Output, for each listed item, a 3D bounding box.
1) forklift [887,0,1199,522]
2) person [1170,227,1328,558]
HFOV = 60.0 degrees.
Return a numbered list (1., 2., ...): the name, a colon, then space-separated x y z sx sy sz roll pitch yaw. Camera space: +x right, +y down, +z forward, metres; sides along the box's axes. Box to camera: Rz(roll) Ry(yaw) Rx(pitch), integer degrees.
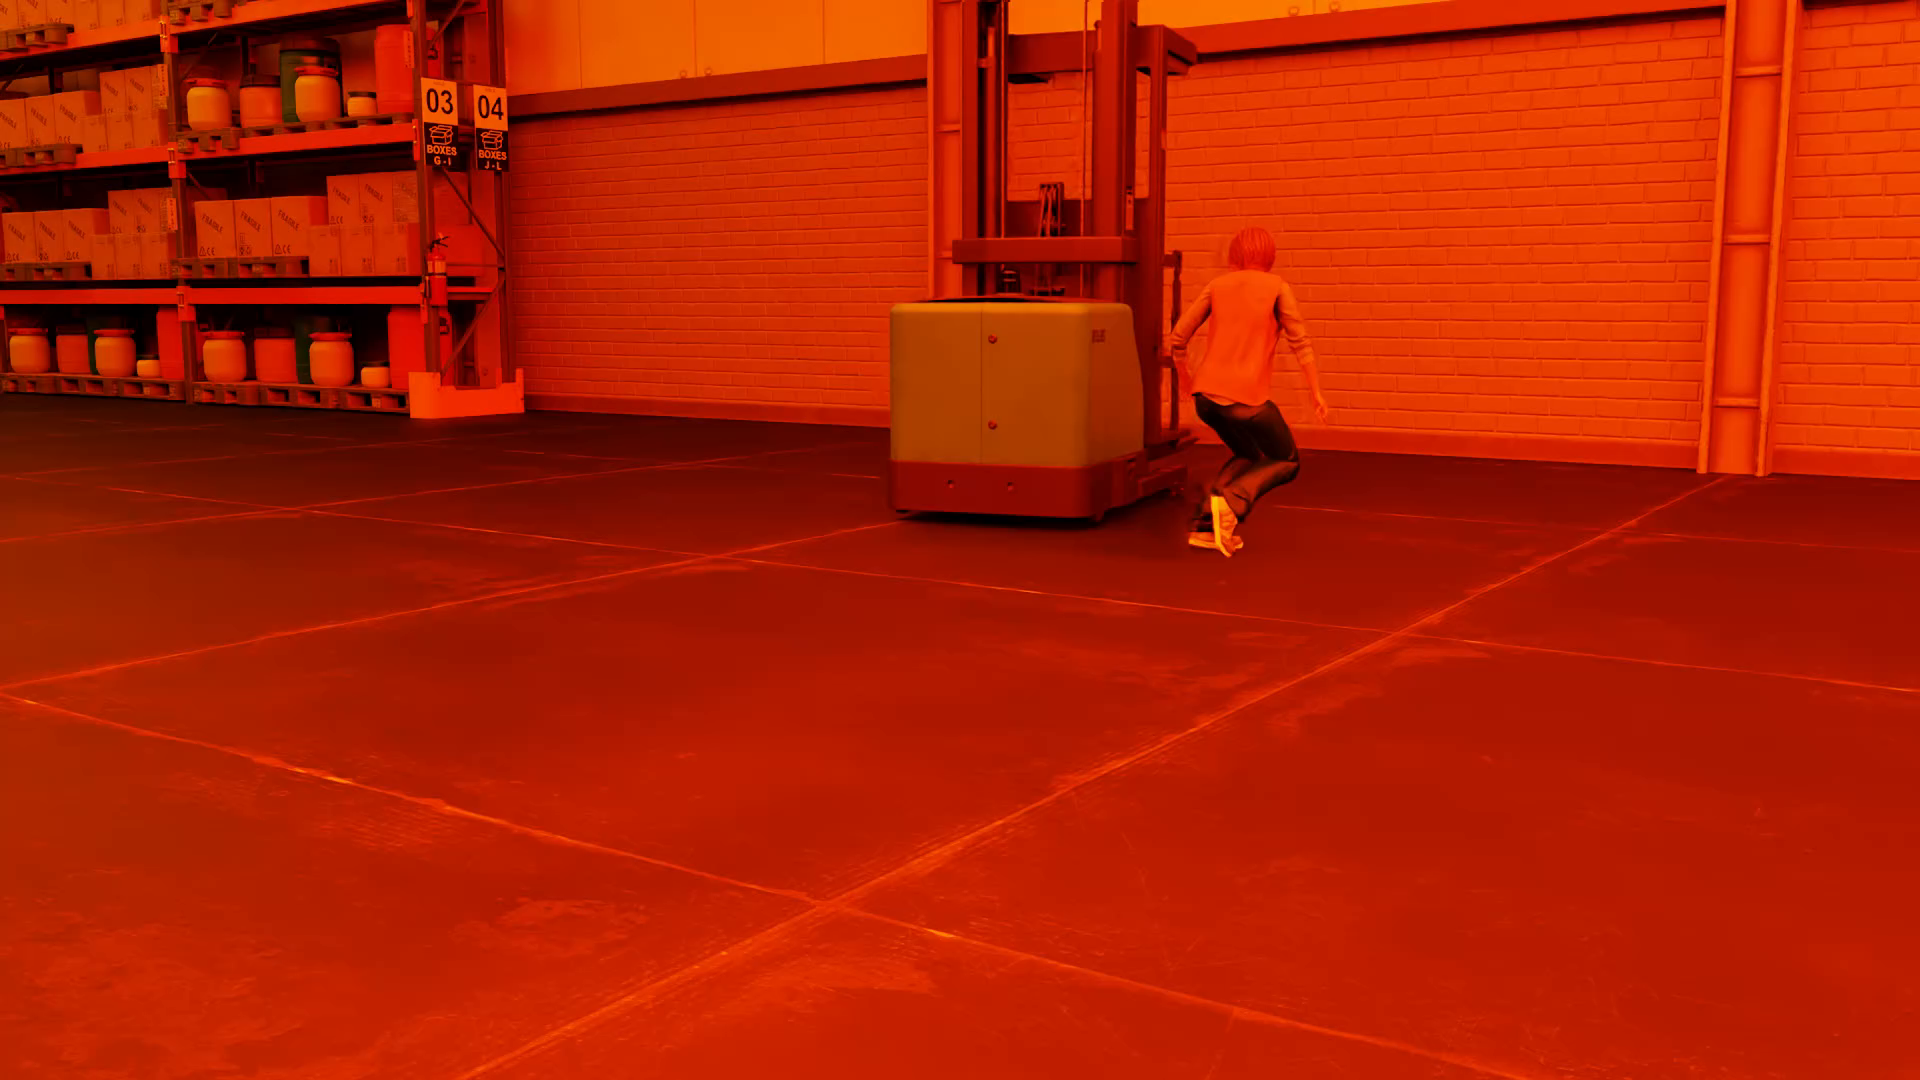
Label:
1. forklift: 0.654 -1.704 9.178 1.130 2.935 3.031 3 9 21
2. person: 1.207 -0.633 7.128 0.773 1.411 0.524 7 11 43
